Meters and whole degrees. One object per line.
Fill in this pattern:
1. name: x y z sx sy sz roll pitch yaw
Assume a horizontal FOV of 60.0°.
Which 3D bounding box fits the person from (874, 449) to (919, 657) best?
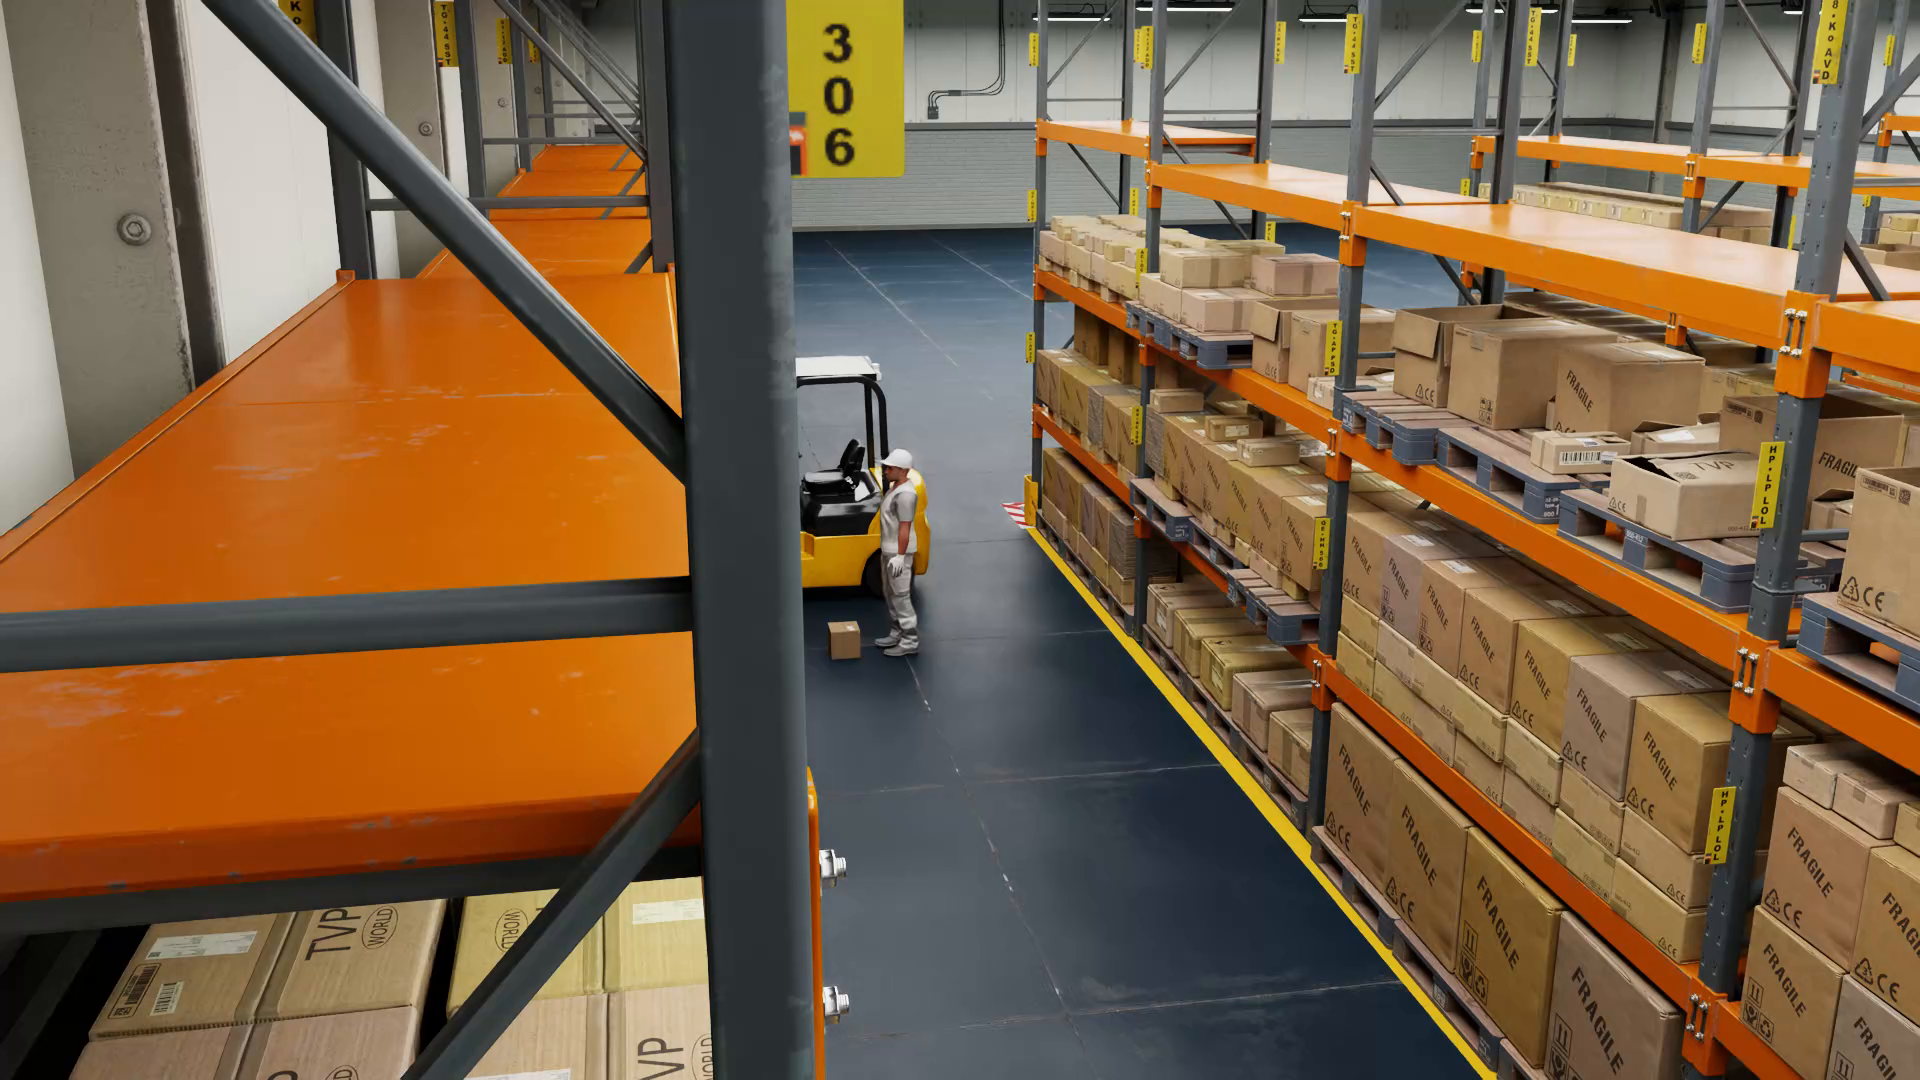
1. person: -0.543 0.103 14.138 0.370 1.787 0.524 -3 16 -9
